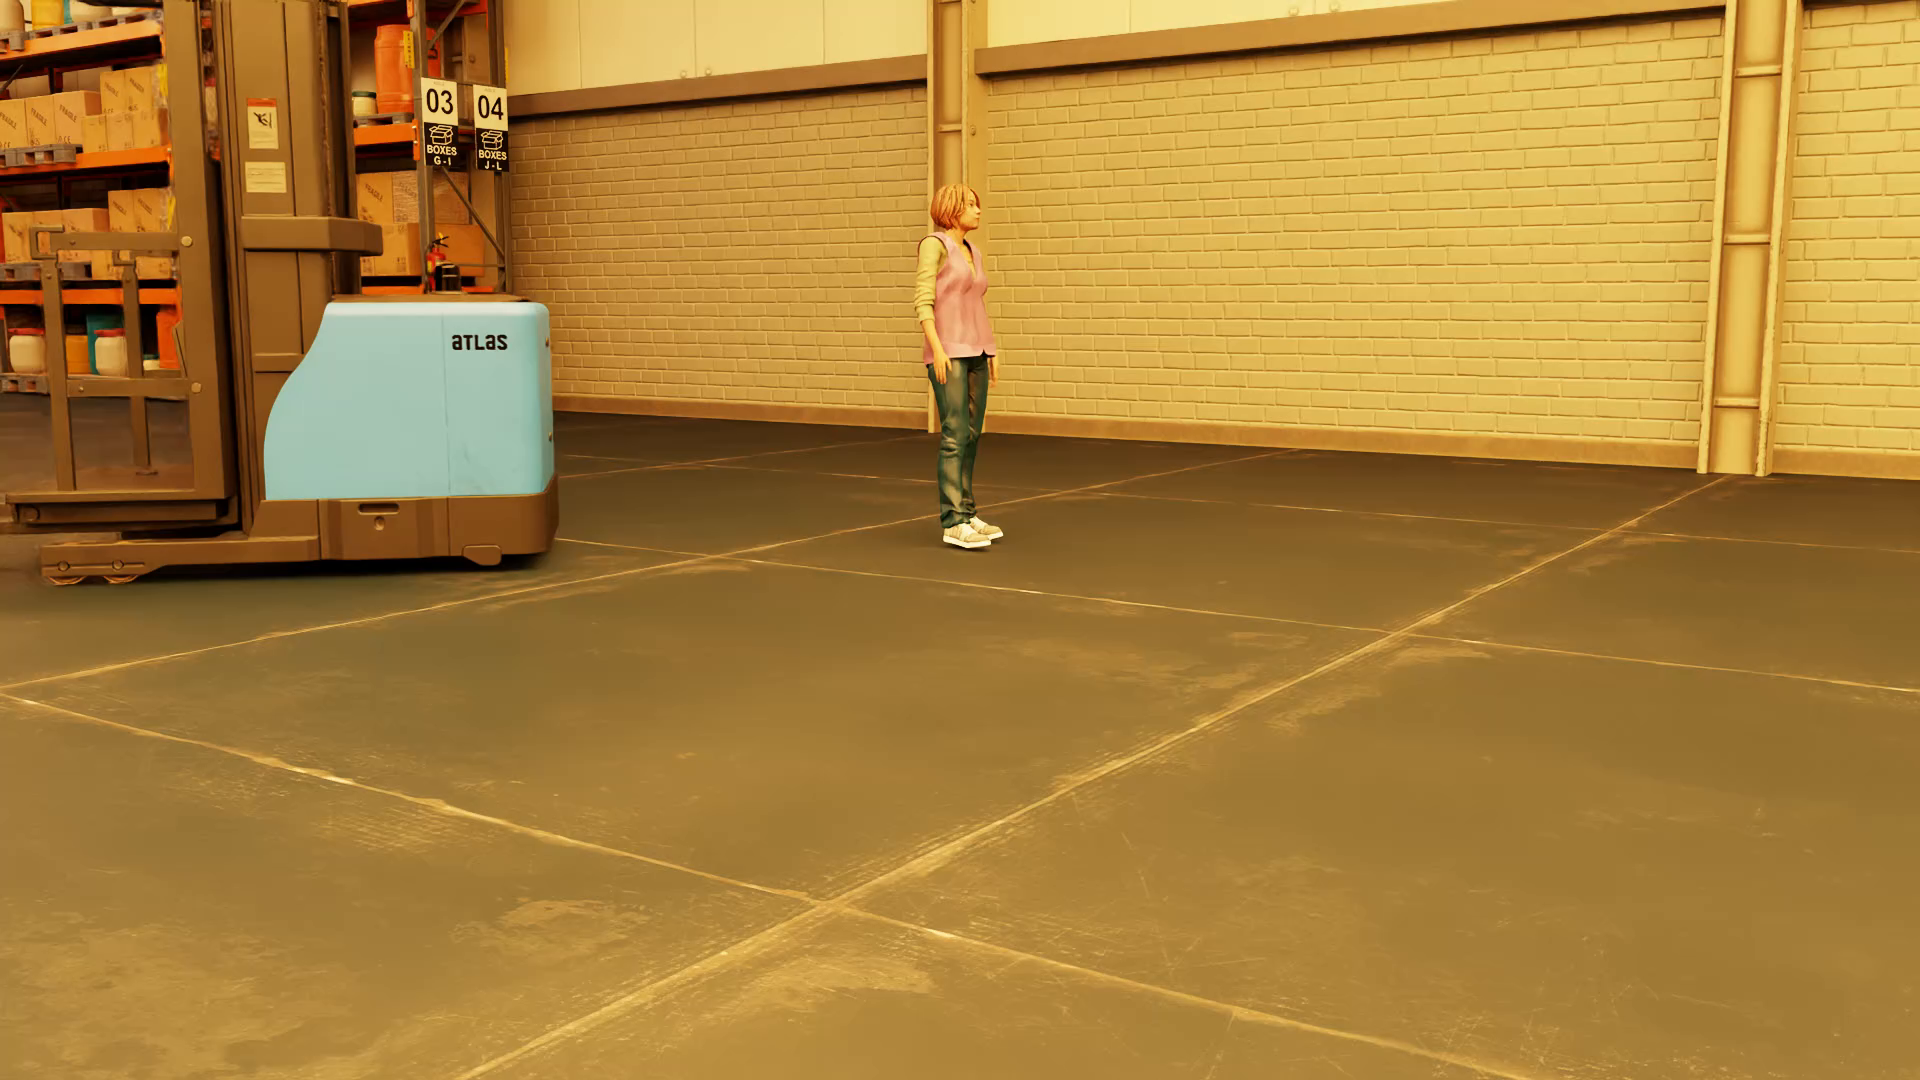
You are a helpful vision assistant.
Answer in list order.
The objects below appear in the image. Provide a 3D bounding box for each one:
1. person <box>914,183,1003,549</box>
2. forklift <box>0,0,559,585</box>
[{"bbox_3d":[0.053,-0.790,7.438,0.475,1.596,0.520,5,10,34],"label":"person"},{"bbox_3d":[-3.248,-1.358,6.739,3.031,2.935,1.130,-2,8,-11],"label":"forklift"}]
